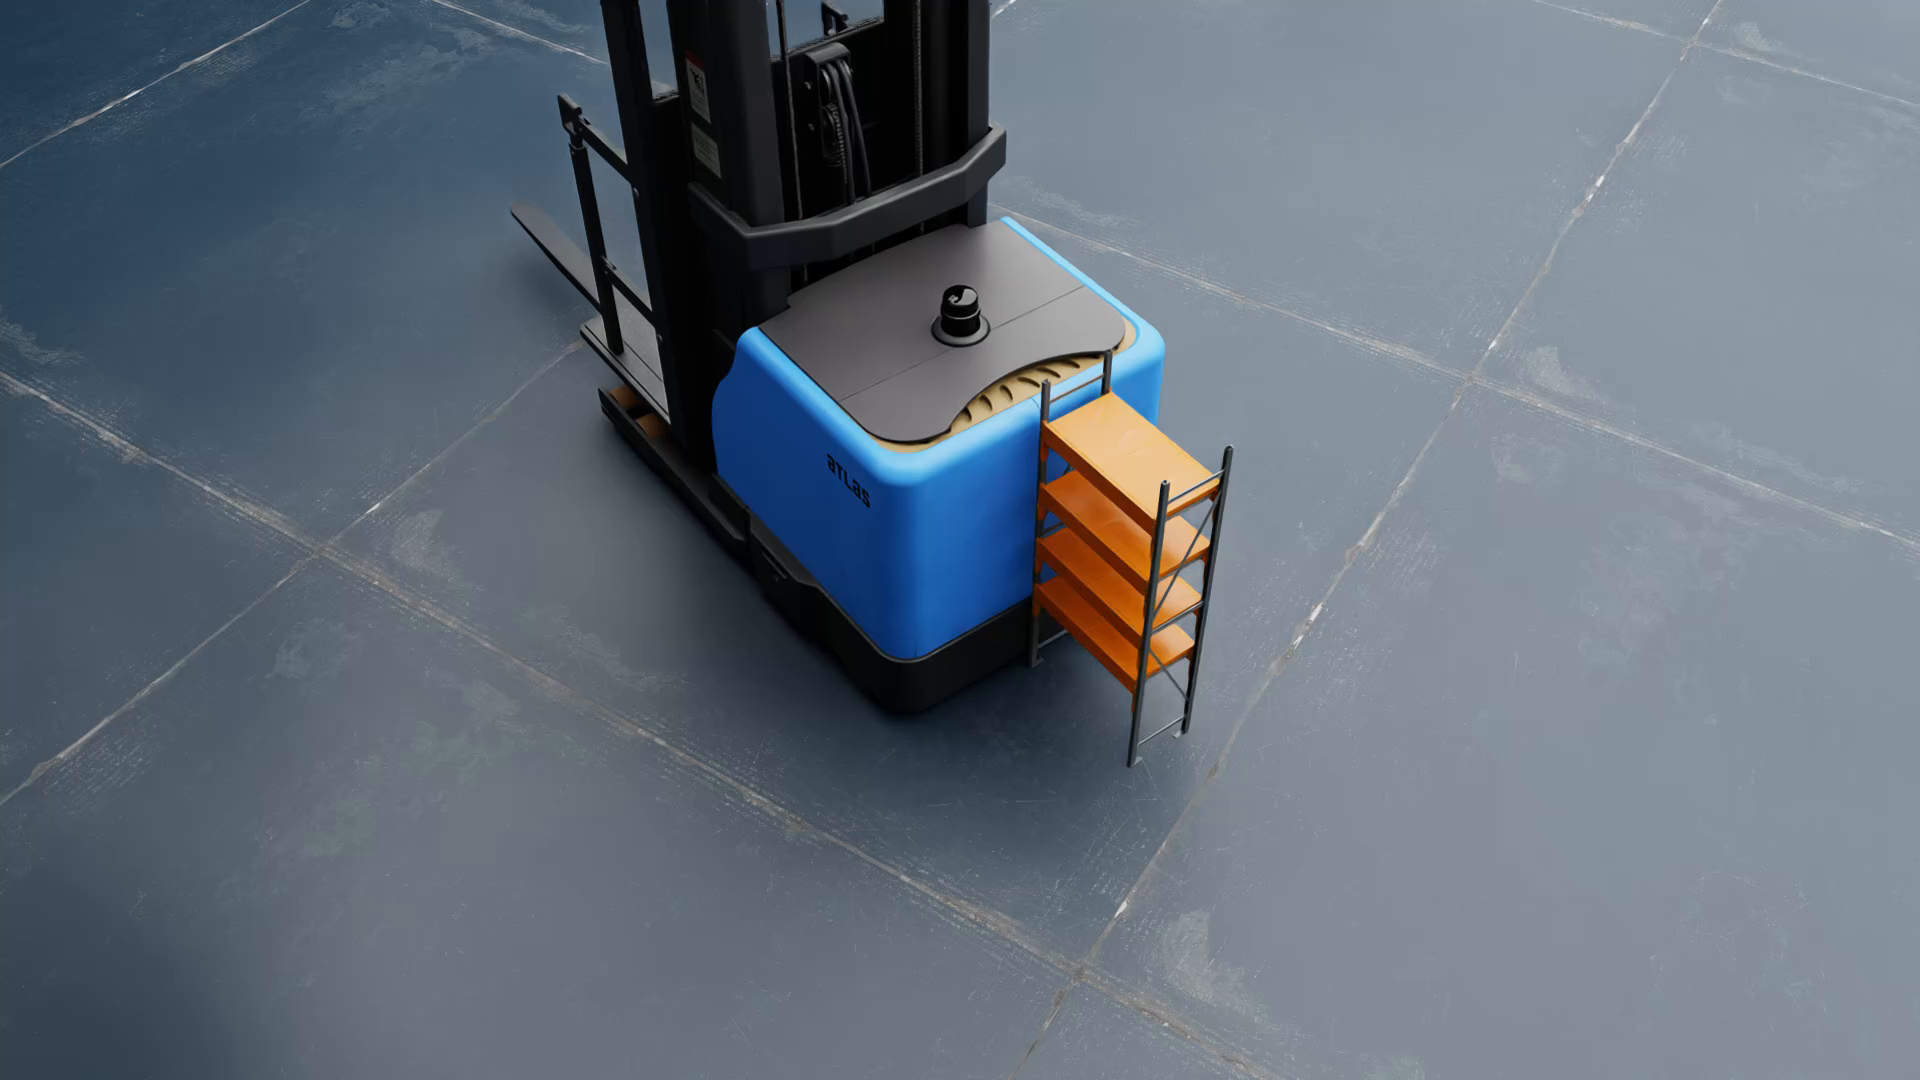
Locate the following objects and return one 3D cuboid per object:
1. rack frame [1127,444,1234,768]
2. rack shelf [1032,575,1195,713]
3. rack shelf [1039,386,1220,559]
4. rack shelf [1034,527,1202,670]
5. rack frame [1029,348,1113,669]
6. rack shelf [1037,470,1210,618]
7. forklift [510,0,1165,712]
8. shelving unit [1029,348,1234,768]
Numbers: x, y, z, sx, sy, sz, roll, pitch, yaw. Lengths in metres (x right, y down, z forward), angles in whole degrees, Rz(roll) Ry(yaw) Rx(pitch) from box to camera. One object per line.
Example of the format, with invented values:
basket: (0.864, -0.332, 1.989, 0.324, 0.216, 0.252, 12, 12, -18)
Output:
rack frame: (0.610, 0.224, 4.696, 0.240, 1.200, 0.015, -28, 52, -24)
rack shelf: (0.466, 0.268, 5.024, 0.258, 0.148, 0.480, -28, 52, -24)
rack shelf: (0.466, -0.191, 4.551, 0.258, 0.148, 0.480, -28, 52, -24)
rack shelf: (0.466, 0.130, 4.881, 0.258, 0.148, 0.480, -28, 52, -24)
rack frame: (0.322, -0.058, 4.970, 0.240, 1.200, 0.015, -28, 52, -24)
rack shelf: (0.466, -0.026, 4.721, 0.258, 0.148, 0.480, -28, 52, -24)
forklift: (-0.664, -1.504, 5.168, 1.130, 2.935, 3.031, -28, 52, -25)
shelving unit: (0.466, 0.083, 4.833, 0.258, 1.200, 0.503, -28, 52, -24)
